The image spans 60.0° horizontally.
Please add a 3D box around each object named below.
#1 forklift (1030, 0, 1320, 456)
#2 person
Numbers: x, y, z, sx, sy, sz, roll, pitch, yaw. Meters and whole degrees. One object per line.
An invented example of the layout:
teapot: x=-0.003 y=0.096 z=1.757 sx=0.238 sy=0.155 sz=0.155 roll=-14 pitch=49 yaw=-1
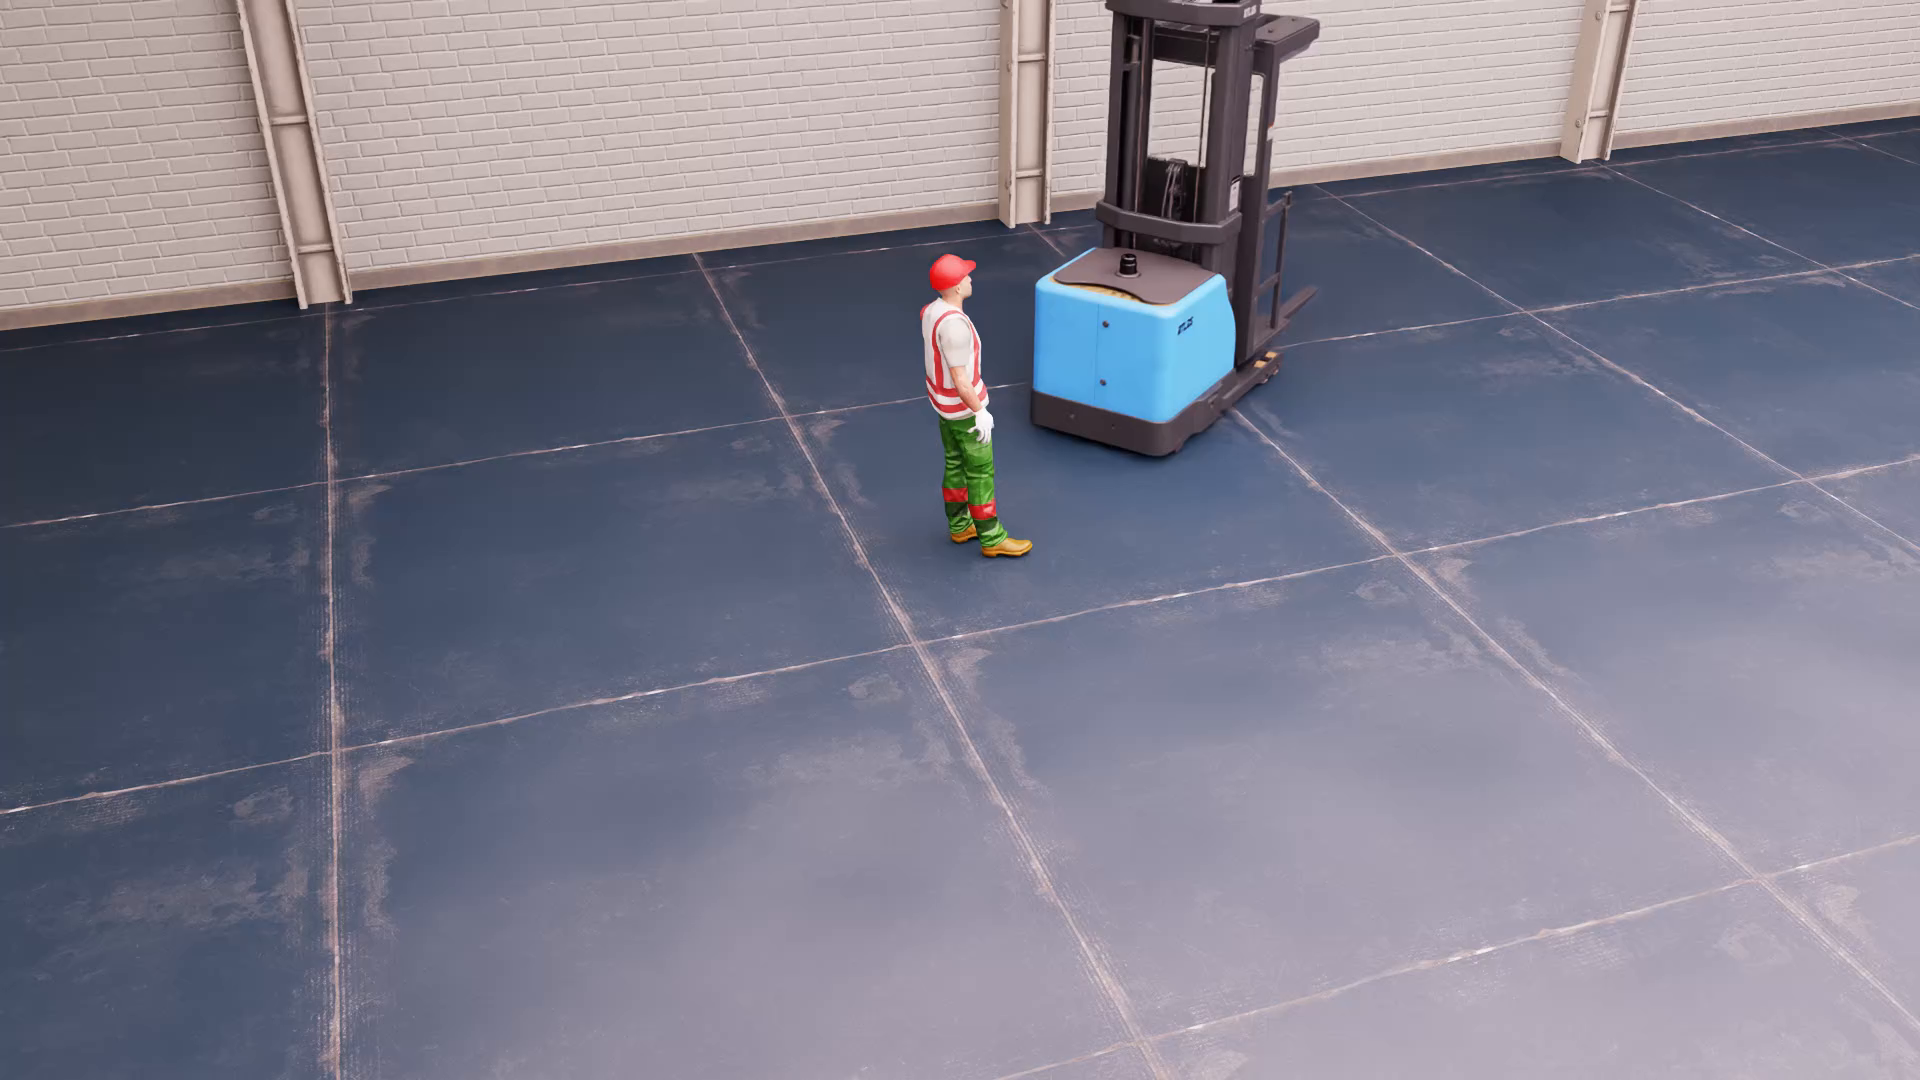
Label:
forklift: x=1.698 y=-2.509 z=11.448 sx=1.130 sy=2.935 sz=3.031 roll=18 pitch=34 yaw=28
person: x=0.080 y=-0.789 z=9.588 sx=0.563 sy=1.788 sz=0.638 roll=-10 pitch=31 yaw=-16
